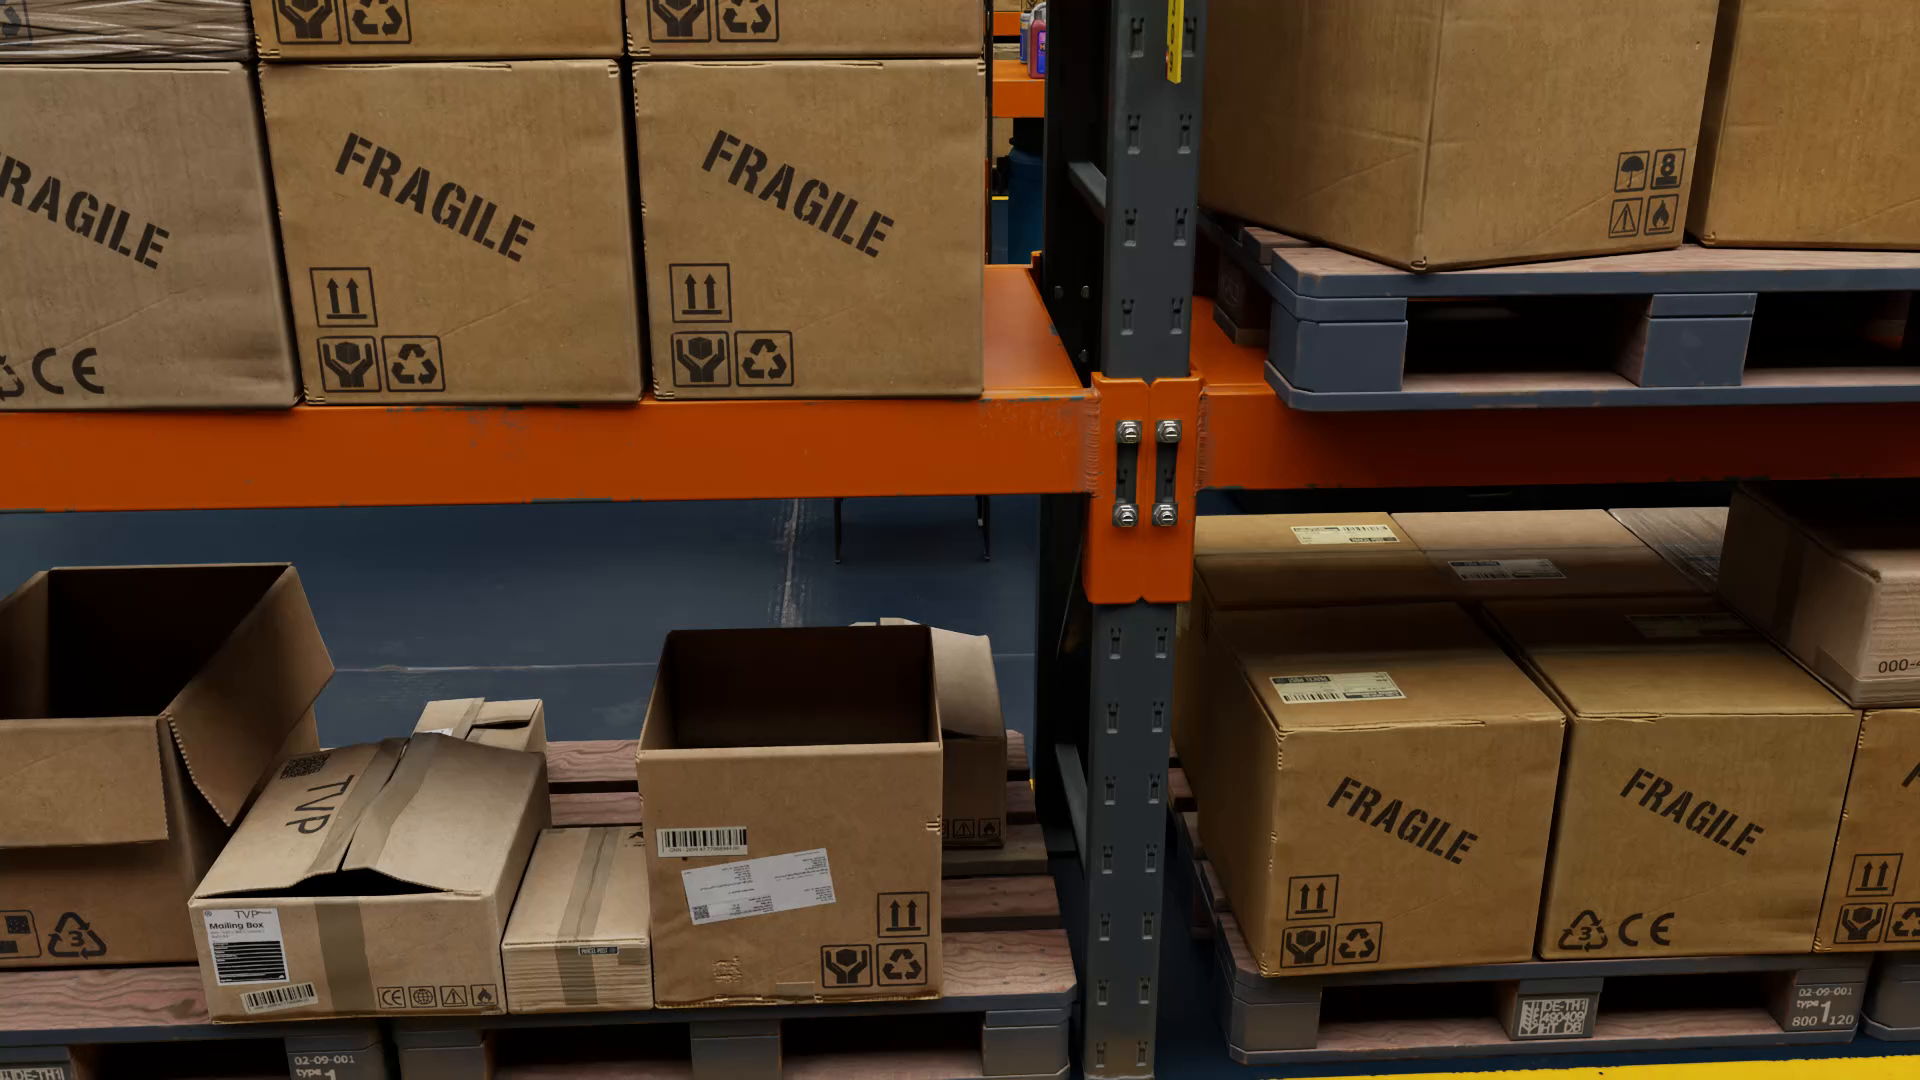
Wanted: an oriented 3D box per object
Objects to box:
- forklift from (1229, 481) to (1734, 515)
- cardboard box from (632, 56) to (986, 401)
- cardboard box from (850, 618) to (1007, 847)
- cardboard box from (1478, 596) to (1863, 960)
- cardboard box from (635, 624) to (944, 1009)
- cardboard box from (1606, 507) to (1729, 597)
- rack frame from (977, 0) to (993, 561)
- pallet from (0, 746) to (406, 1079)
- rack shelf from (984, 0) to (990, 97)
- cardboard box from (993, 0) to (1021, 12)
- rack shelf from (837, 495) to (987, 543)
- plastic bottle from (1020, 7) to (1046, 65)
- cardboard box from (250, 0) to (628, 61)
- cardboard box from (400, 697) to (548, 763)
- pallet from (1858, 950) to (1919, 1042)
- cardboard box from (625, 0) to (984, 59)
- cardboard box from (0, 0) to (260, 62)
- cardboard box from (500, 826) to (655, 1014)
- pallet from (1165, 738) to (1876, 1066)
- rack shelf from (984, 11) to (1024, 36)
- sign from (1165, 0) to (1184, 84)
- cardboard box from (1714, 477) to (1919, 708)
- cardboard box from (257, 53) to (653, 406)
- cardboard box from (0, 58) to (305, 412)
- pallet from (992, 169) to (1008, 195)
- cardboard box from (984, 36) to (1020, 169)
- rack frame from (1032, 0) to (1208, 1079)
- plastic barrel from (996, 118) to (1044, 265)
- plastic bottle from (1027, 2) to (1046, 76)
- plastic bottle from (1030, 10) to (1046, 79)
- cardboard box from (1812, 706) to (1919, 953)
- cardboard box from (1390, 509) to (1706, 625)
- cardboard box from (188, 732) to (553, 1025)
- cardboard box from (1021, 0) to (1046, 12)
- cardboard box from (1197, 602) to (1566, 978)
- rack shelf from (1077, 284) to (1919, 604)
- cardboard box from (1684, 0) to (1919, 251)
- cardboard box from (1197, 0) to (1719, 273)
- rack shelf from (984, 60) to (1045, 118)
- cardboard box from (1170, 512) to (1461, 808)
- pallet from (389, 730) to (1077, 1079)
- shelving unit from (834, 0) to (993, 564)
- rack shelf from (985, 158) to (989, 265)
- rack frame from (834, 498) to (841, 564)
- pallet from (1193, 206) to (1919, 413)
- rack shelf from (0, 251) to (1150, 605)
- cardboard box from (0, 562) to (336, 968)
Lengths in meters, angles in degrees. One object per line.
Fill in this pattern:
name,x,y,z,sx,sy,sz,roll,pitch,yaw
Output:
forklift,2.466,-1.516,5.485,3.031,2.935,1.130,-3,21,-8
cardboard box,-0.223,-0.534,2.669,0.500,0.500,0.500,-1,21,-2
cardboard box,-0.170,0.394,3.532,0.500,0.311,0.500,-1,21,-3
cardboard box,1.290,0.436,3.156,0.500,0.500,0.500,-1,21,-2
cardboard box,-0.291,0.486,3.024,0.500,0.500,0.500,-1,21,-3
cardboard box,1.732,0.245,3.658,0.500,0.500,0.500,-1,21,-2
rack frame,0.078,-0.983,5.252,0.015,2.100,0.400,-1,21,-3
pallet,-1.645,0.754,3.345,1.213,0.211,1.003,-1,21,-3
rack shelf,-0.165,-1.619,4.994,0.480,0.518,0.431,-1,21,-3
cardboard box,0.173,-4.075,11.969,0.500,0.500,0.500,-1,21,-3
rack shelf,-0.165,-0.311,5.492,0.480,0.518,0.431,-1,21,-3
plastic bottle,0.357,-2.414,7.919,0.135,0.276,0.152,-1,21,-3
cardboard box,-0.740,-0.989,2.458,0.500,0.500,0.500,-2,21,-4
cardboard box,-1.033,0.482,3.502,0.250,0.166,0.380,-1,21,-3
pallet,2.292,0.658,3.595,1.213,0.211,1.003,-1,21,-3
cardboard box,-0.229,-1.001,2.488,0.500,0.500,0.500,-1,21,-3
cardboard box,-1.243,-0.979,2.432,0.500,0.500,0.500,-1,21,-3
cardboard box,-0.662,0.679,3.010,0.250,0.149,0.380,-1,21,-3
pallet,1.071,0.684,3.527,1.213,0.211,1.003,-1,21,-3
rack shelf,1.696,-3.813,12.430,4.000,0.370,1.077,-1,21,-3
sign,0.300,-0.801,2.292,0.005,0.325,0.100,-1,21,-3
cardboard box,1.757,0.080,3.037,0.500,0.250,0.500,-1,21,-3
cardboard box,-0.738,-0.524,2.640,0.500,0.500,0.500,-1,21,-2
cardboard box,-1.250,-0.512,2.610,0.500,0.500,0.500,-1,21,-2
pallet,0.466,-2.847,12.803,1.213,0.211,1.003,-1,21,-3
cardboard box,0.337,-3.332,12.552,0.875,0.875,1.225,-1,21,-3
rack frame,0.261,-0.589,2.952,0.127,3.000,1.000,-1,21,-3
plastic barrel,0.526,-1.569,7.886,0.708,0.901,0.600,-1,21,-3
plastic bottle,0.393,-2.218,7.302,0.185,0.351,0.144,-1,21,-3
plastic bottle,0.373,-2.150,7.217,0.133,0.283,0.061,-1,21,-3
cardboard box,1.789,0.428,3.176,0.500,0.500,0.500,-1,21,-2
cardboard box,1.232,0.255,3.631,0.500,0.500,0.500,-1,21,-3
cardboard box,-1.040,0.590,3.017,0.500,0.311,0.500,-1,21,-3
cardboard box,0.675,-4.086,11.997,0.500,0.500,0.500,-1,21,-3
cardboard box,0.758,0.450,3.117,0.500,0.500,0.500,-2,21,-5
rack shelf,2.258,-0.293,3.187,4.000,0.370,1.077,-1,21,-3
cardboard box,1.430,-0.799,2.772,0.500,0.500,0.700,2,21,6
cardboard box,0.747,-0.762,2.676,0.500,0.500,0.700,-9,22,-21
rack shelf,1.979,-2.053,7.809,4.000,0.370,1.077,-1,21,-3
cardboard box,0.738,0.262,3.613,0.500,0.500,0.500,-1,21,-3
pallet,-0.424,0.728,3.413,1.213,0.211,1.003,-1,21,-3
shelving unit,-0.165,-0.978,5.239,0.503,2.100,0.431,-1,21,-3
rack shelf,-0.165,-0.965,5.243,0.480,0.518,0.431,-1,21,-3
rack frame,-0.409,-0.973,5.226,0.015,2.100,0.400,-1,21,-3
pallet,1.065,-0.477,2.927,1.213,0.211,1.003,-1,21,-3
rack shelf,-1.735,-0.212,2.974,4.000,0.370,1.077,-1,21,-3
cardboard box,-1.614,0.412,3.213,0.637,0.503,0.797,-1,21,-3
